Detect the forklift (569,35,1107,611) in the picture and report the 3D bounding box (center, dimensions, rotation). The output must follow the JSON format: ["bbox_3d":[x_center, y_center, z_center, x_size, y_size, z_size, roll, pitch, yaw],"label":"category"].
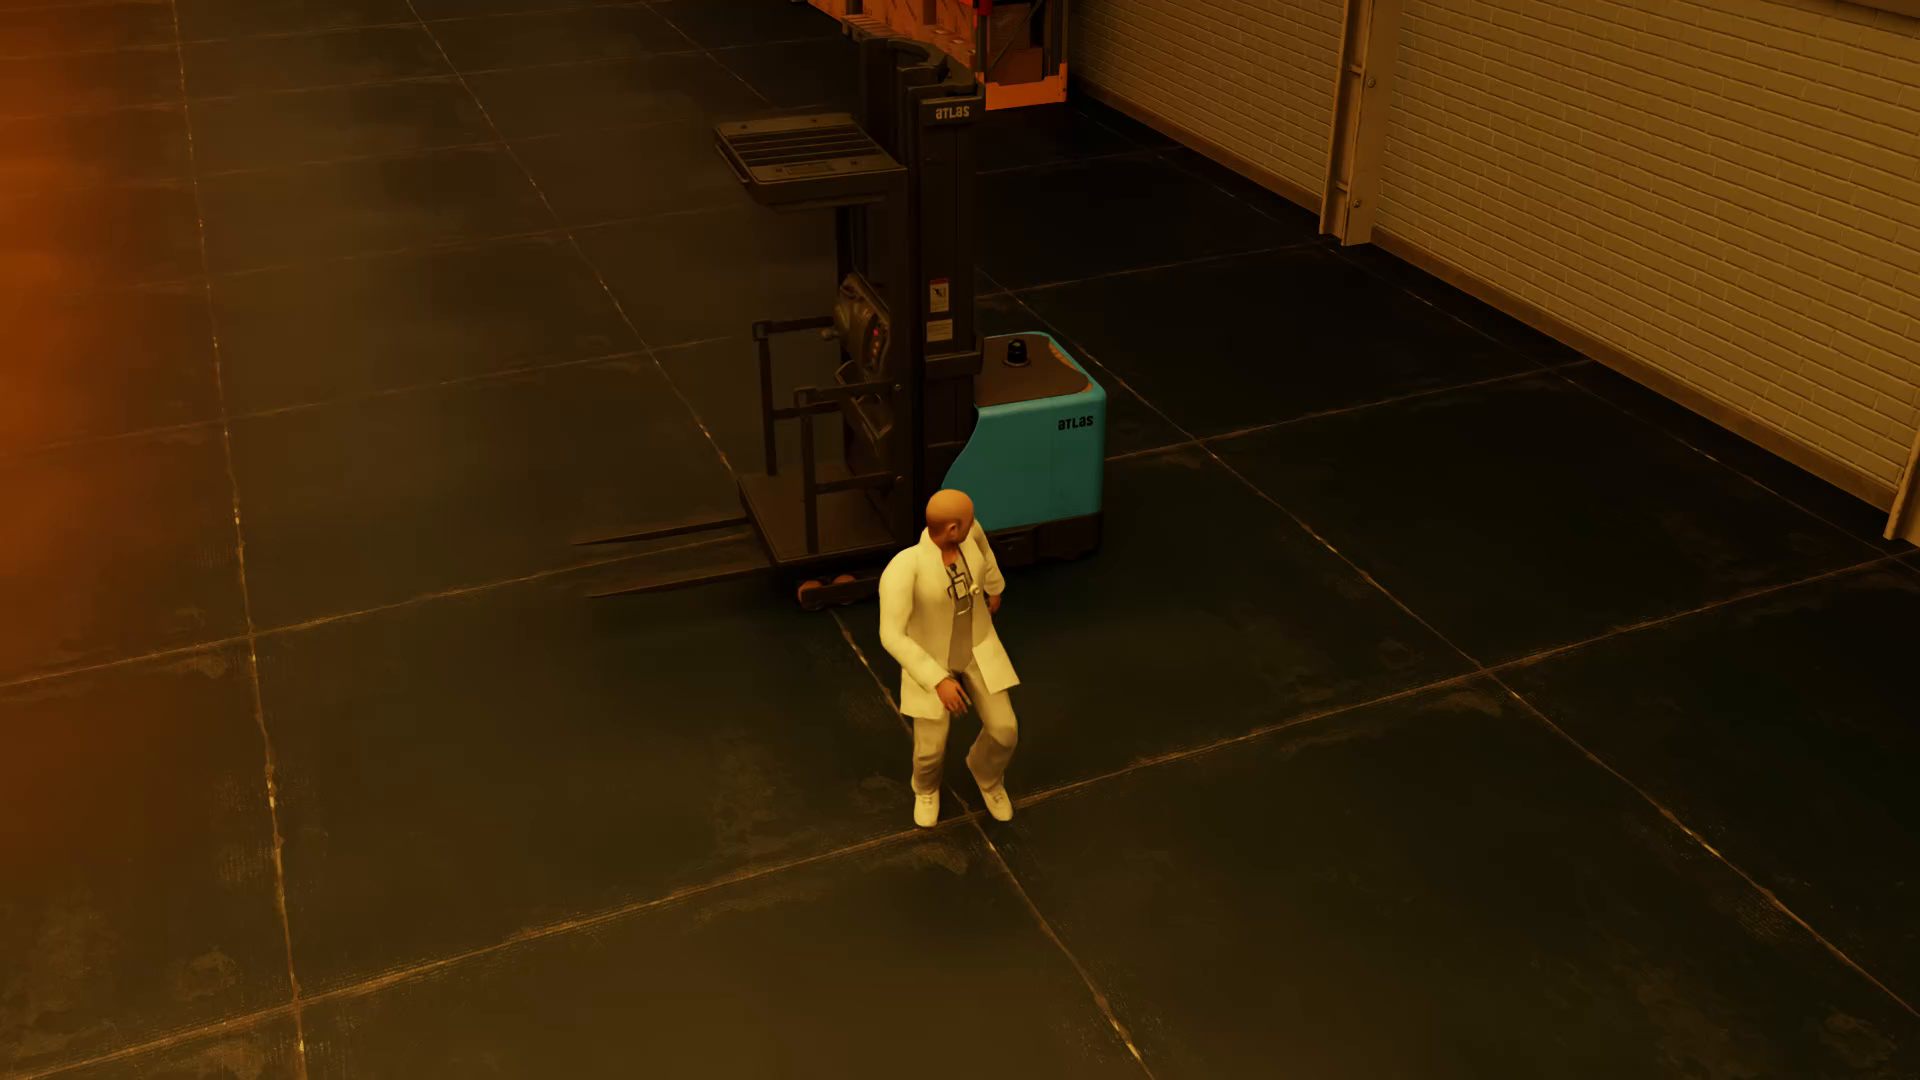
[{"bbox_3d":[-0.726,-1.169,9.165,3.031,2.935,1.130,-10,31,-16],"label":"forklift"}]

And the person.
[{"bbox_3d":[-0.030,0.534,7.462,0.773,1.730,0.757,-12,32,-20],"label":"person"}]
